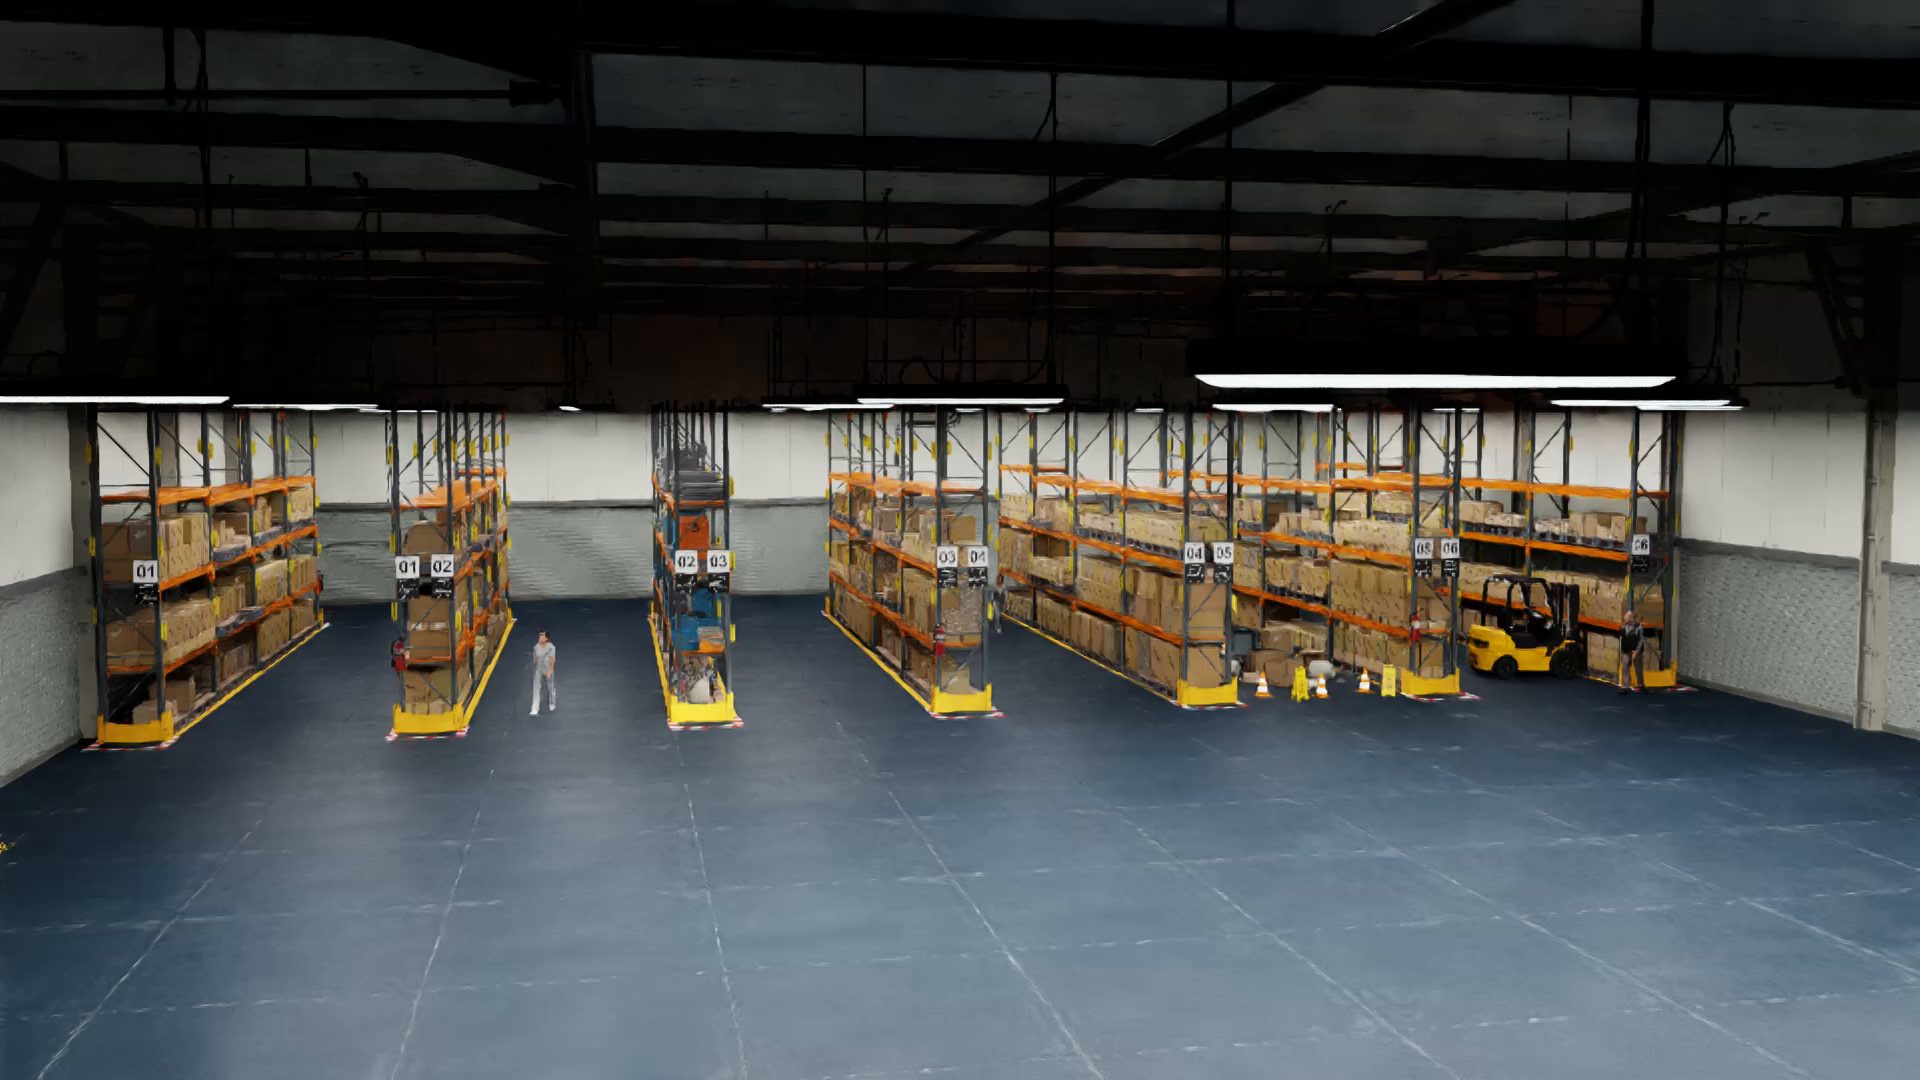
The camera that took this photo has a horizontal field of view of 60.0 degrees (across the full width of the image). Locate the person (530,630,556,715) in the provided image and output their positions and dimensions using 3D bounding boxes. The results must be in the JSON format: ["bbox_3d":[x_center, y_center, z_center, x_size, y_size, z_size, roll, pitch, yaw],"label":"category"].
[{"bbox_3d":[-7.946,2.506,31.795,0.446,1.601,1.006,0,4,-3],"label":"person"}]

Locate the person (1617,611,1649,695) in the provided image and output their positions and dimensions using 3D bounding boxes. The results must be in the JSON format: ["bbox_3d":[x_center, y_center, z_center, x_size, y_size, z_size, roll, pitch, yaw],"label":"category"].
[{"bbox_3d":[13.777,2.312,34.056,0.699,1.711,0.553,-4,6,-40],"label":"person"}]

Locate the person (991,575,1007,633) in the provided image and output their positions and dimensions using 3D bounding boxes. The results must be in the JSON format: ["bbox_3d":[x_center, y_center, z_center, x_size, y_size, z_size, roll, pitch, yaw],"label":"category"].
[{"bbox_3d":[1.041,1.655,43.746,0.415,1.517,1.041,-1,4,-14],"label":"person"}]
